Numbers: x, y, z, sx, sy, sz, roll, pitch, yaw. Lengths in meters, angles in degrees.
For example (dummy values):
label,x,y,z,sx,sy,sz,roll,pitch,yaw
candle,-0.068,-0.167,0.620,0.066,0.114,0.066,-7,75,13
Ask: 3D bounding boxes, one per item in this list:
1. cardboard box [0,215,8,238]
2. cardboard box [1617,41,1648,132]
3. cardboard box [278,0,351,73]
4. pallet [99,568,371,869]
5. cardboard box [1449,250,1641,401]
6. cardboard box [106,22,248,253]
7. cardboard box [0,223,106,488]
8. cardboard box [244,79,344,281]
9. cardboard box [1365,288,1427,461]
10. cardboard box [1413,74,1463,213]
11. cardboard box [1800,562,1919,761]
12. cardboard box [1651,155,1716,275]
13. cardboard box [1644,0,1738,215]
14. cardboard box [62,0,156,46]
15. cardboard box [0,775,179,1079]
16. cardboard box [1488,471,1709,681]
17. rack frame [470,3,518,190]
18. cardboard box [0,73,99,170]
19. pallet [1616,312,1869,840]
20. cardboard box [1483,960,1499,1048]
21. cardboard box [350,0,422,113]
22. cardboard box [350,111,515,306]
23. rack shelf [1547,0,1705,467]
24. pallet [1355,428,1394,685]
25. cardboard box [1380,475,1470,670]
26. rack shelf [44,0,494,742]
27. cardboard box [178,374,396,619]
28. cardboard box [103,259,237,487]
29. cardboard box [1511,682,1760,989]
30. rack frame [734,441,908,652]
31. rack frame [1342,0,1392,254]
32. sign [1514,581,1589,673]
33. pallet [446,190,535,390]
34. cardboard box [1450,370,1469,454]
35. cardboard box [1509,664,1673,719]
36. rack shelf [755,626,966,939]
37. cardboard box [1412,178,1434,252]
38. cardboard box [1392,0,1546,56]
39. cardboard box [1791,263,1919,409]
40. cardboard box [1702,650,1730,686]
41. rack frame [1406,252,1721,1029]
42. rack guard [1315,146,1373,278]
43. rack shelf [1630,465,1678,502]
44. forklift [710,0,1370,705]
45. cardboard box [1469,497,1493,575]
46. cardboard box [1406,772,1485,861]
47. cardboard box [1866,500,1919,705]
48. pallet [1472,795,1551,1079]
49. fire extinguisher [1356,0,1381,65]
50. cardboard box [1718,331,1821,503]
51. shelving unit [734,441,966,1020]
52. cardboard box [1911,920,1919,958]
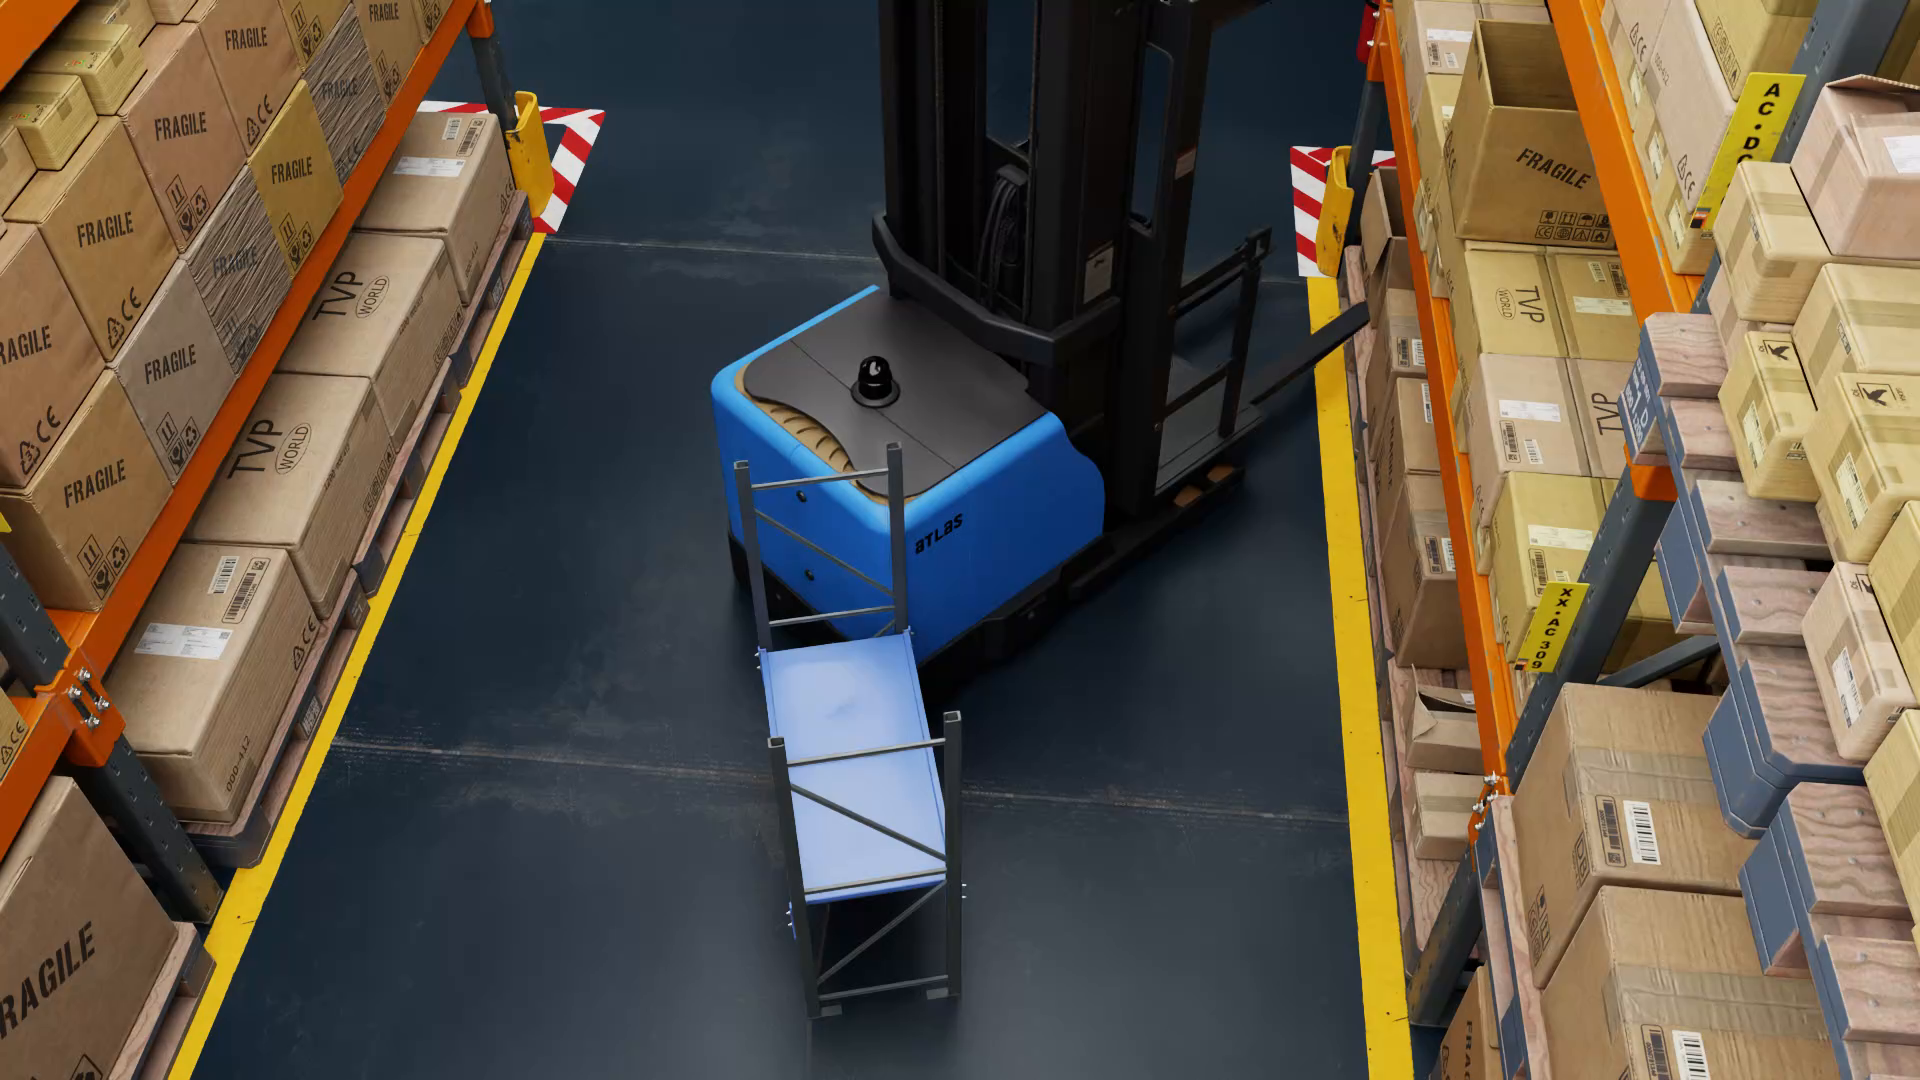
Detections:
label,x,y,z,sx,sy,sz,roll,pitch,yaw
cardboard box,-2.706,-0.793,4.258,0.380,0.149,0.250,5,48,4
cardboard box,1.740,-1.056,3.821,0.380,0.149,0.250,5,48,5
cardboard box,-2.510,-1.990,5.792,0.500,0.500,0.500,4,48,3
pallet,-2.853,0.588,6.069,1.003,0.211,1.213,4,48,4
cardboard box,1.836,-0.643,5.206,0.500,0.250,0.500,4,48,3
cardboard box,-2.606,-1.250,5.116,0.500,0.500,0.500,5,48,4
cardboard box,-2.716,-0.504,4.433,0.500,0.500,0.500,4,48,4
cardboard box,-2.548,-1.273,5.814,0.500,0.500,0.500,5,48,5
cardboard box,2.040,-0.637,6.709,0.700,0.500,0.500,6,48,5
cardboard box,1.909,-1.399,5.897,0.500,0.250,0.500,3,48,3
cardboard box,1.428,0.182,2.336,0.380,0.149,0.250,4,48,4
cardboard box,1.681,-0.680,3.476,0.380,0.149,0.250,4,48,3
cardboard box,1.737,-0.902,3.409,0.500,0.250,0.500,4,48,4
cardboard box,-2.647,-1.546,4.946,0.380,0.149,0.250,4,48,3
cardboard box,-2.977,1.237,4.741,0.875,0.875,0.875,5,48,5
cardboard box,1.746,0.092,4.534,0.500,0.250,0.500,5,48,5
rack frame,-2.636,-2.739,7.222,1.000,3.000,0.127,4,48,4
cardboard box,-2.641,-1.162,4.595,0.380,0.149,0.250,4,48,3
pallet,1.813,0.057,2.759,1.213,0.211,1.003,4,48,4
cardboard box,1.645,1.261,4.534,0.380,0.149,0.250,6,48,5
cardboard box,-2.477,-2.032,6.508,0.500,0.500,0.500,3,48,3
cardboard box,-2.597,-1.524,7.563,0.875,0.438,0.875,2,48,2
rack shelf,2.125,-1.707,4.734,1.077,0.370,4.000,4,48,4
pallet,2.115,0.070,6.544,1.003,0.211,1.213,4,48,4
cardboard box,1.946,0.126,6.011,0.700,0.500,0.500,2,48,2
rack shelf,-2.818,-1.026,6.143,1.077,0.370,4.000,4,48,4
cardboard box,-2.756,-0.188,6.341,0.875,0.438,0.875,3,48,2
cardboard box,-2.647,-0.530,5.134,0.500,0.500,0.500,4,48,4
cardboard box,1.676,0.697,3.728,0.700,0.500,0.500,5,48,5
rack frame,-0.422,0.253,5.502,0.500,1.500,0.032,-7,48,-7
rack frame,2.307,-2.407,6.919,1.000,3.000,0.127,4,48,4
sign,1.402,0.209,3.940,0.100,0.325,0.005,4,48,4
pallet,-2.631,-1.205,7.709,1.003,0.211,1.213,4,48,4
cardboard box,1.768,-0.401,5.254,0.380,0.149,0.250,3,48,3
cardboard box,1.720,0.365,4.553,0.380,0.149,0.250,4,48,4
rack shelf,-0.333,0.744,5.297,0.538,0.185,1.000,-7,48,-7
cardboard box,1.837,-1.156,5.945,0.380,0.149,0.250,3,48,2
cardboard box,1.998,-2.142,6.576,0.500,0.250,0.500,4,48,4
cardboard box,1.525,-0.281,2.558,0.380,0.149,0.250,5,48,4
cardboard box,2.257,0.136,4.493,0.500,0.250,0.500,3,48,3
rack frame,1.943,0.532,4.231,1.000,3.000,0.127,4,48,4
rack guard,2.300,-1.508,7.790,1.175,0.500,0.348,4,48,4
rack shelf,1.760,1.232,2.045,1.077,0.370,4.000,4,48,4
forklift,0.535,-1.308,5.960,3.031,2.935,1.130,-34,56,-27
cardboard box,1.722,-0.020,4.906,0.380,0.149,0.250,5,48,5
cardboard box,1.701,0.923,5.520,0.380,0.149,0.250,3,48,2
cardboard box,1.463,0.094,2.215,0.380,0.149,0.250,3,48,3
pallet,1.761,1.177,3.771,1.003,0.211,1.213,4,48,4
fire extinguisher,1.860,-2.395,7.213,0.296,0.674,0.183,4,48,4
cardboard box,1.461,-0.191,2.677,0.380,0.149,0.250,4,48,4
shelving unit,-0.333,0.623,5.164,0.538,1.500,1.048,-7,48,-7
cardboard box,1.397,0.558,1.992,0.380,0.149,0.250,5,48,4
